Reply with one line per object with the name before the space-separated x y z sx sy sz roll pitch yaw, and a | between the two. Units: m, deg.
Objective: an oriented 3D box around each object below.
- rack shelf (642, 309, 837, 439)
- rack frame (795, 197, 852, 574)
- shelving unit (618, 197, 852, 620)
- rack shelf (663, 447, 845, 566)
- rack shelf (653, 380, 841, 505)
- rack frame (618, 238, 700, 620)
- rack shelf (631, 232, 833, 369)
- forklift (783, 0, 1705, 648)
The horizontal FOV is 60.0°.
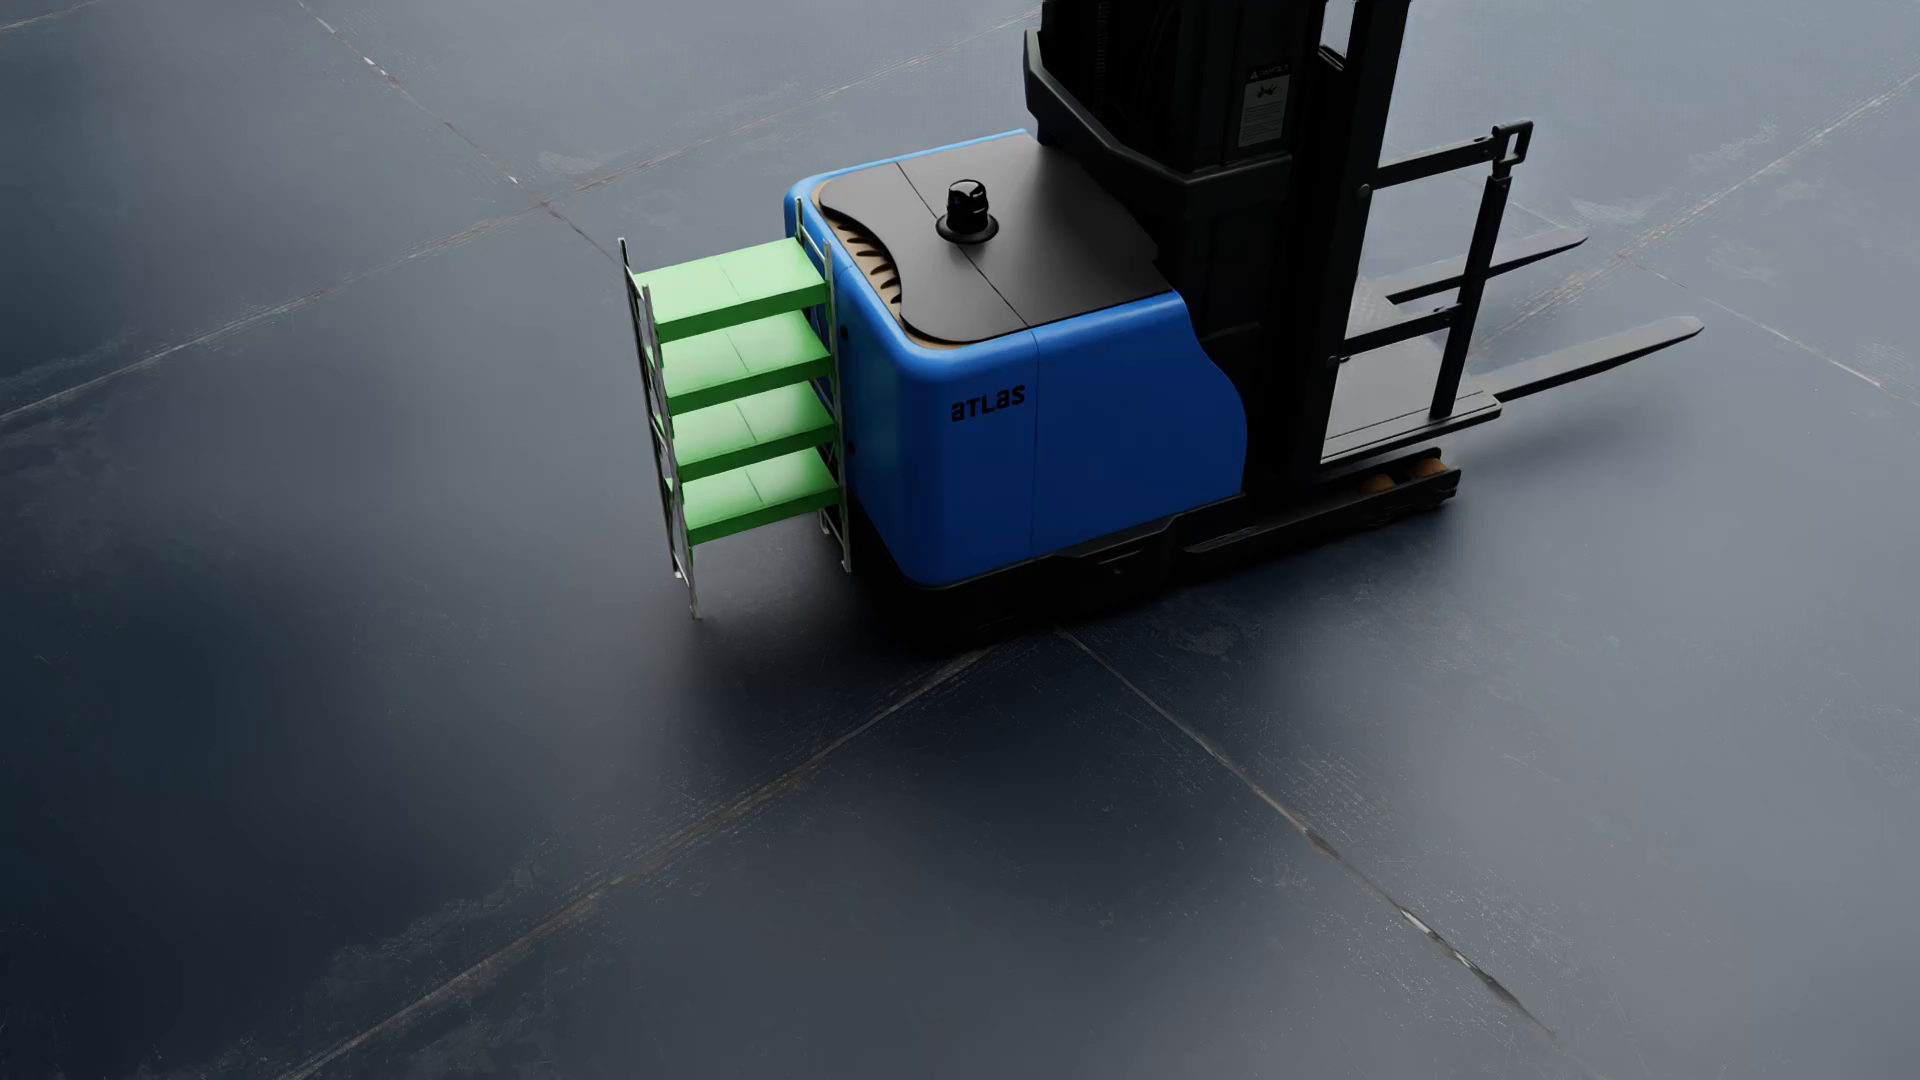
rack shelf | -0.613 -0.471 4.618 0.480 0.148 0.258 -17 46 -17
rack frame | -0.390 -0.411 4.811 0.015 1.200 0.240 -17 46 -17
shelving unit | -0.613 -0.343 4.739 0.503 1.200 0.258 -17 46 -17
rack shelf | -0.613 -0.121 4.947 0.480 0.148 0.258 -17 46 -17
rack shelf | -0.613 -0.296 4.782 0.480 0.148 0.258 -17 46 -17
rack frame | -0.836 -0.275 4.666 0.015 1.200 0.240 -17 46 -17
rack shelf | -0.613 -0.646 4.454 0.480 0.148 0.258 -17 46 -17
forklift | 1.040 -1.427 4.629 3.031 2.935 1.130 -17 46 -17
